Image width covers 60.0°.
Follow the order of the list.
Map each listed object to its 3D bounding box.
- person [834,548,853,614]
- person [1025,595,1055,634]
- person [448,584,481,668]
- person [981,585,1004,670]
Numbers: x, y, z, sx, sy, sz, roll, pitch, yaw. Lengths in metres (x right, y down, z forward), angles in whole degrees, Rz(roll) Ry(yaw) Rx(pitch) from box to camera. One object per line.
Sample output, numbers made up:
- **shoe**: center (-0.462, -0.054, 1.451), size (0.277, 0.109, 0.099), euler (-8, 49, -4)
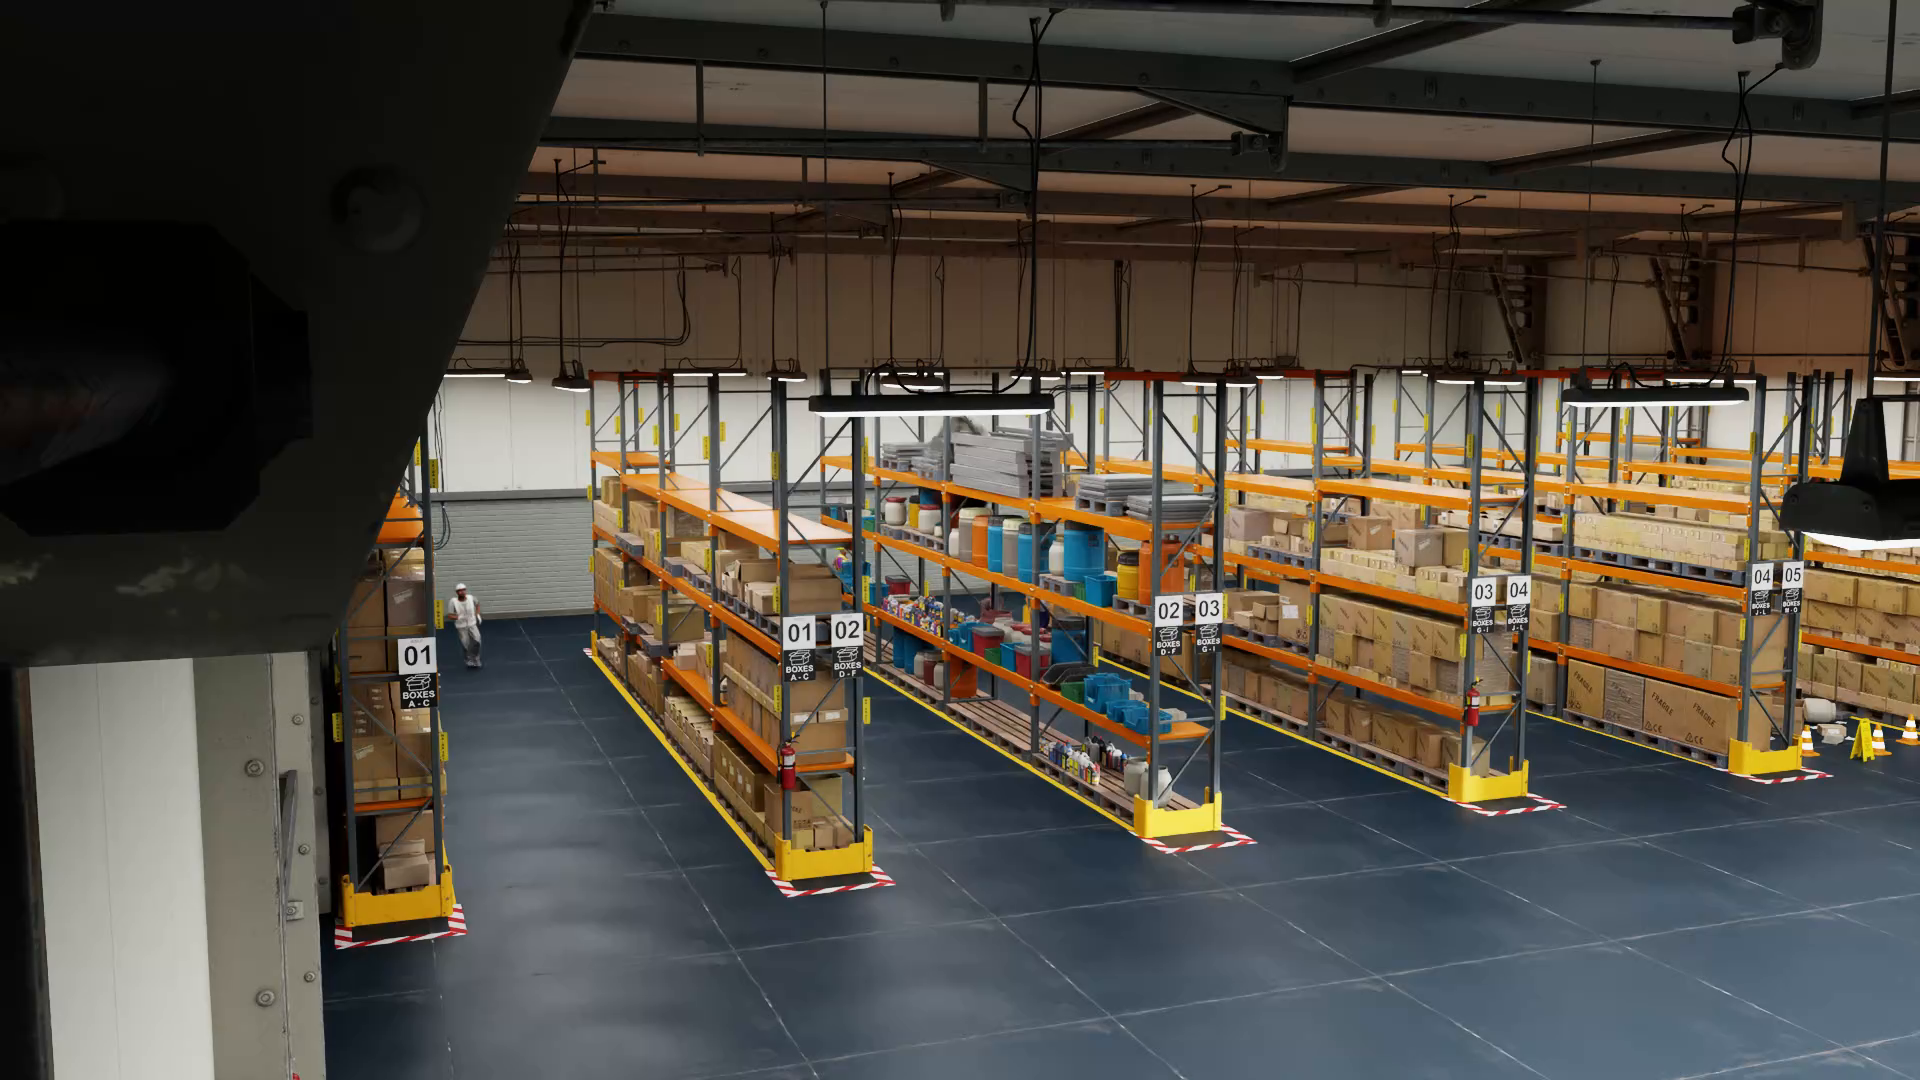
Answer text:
- **person**: center (-2.844, 0.982, 40.034), size (0.864, 1.823, 0.688), euler (1, 6, 9)
- **person**: center (1.730, 1.638, 34.956), size (0.585, 1.696, 0.719), euler (-3, 7, -22)
- **person**: center (-9.954, 1.739, 33.466), size (0.663, 1.746, 0.636), euler (-3, 7, -27)
- **person**: center (0.675, 1.892, 32.955), size (0.677, 1.616, 0.908), euler (-4, 7, -30)
